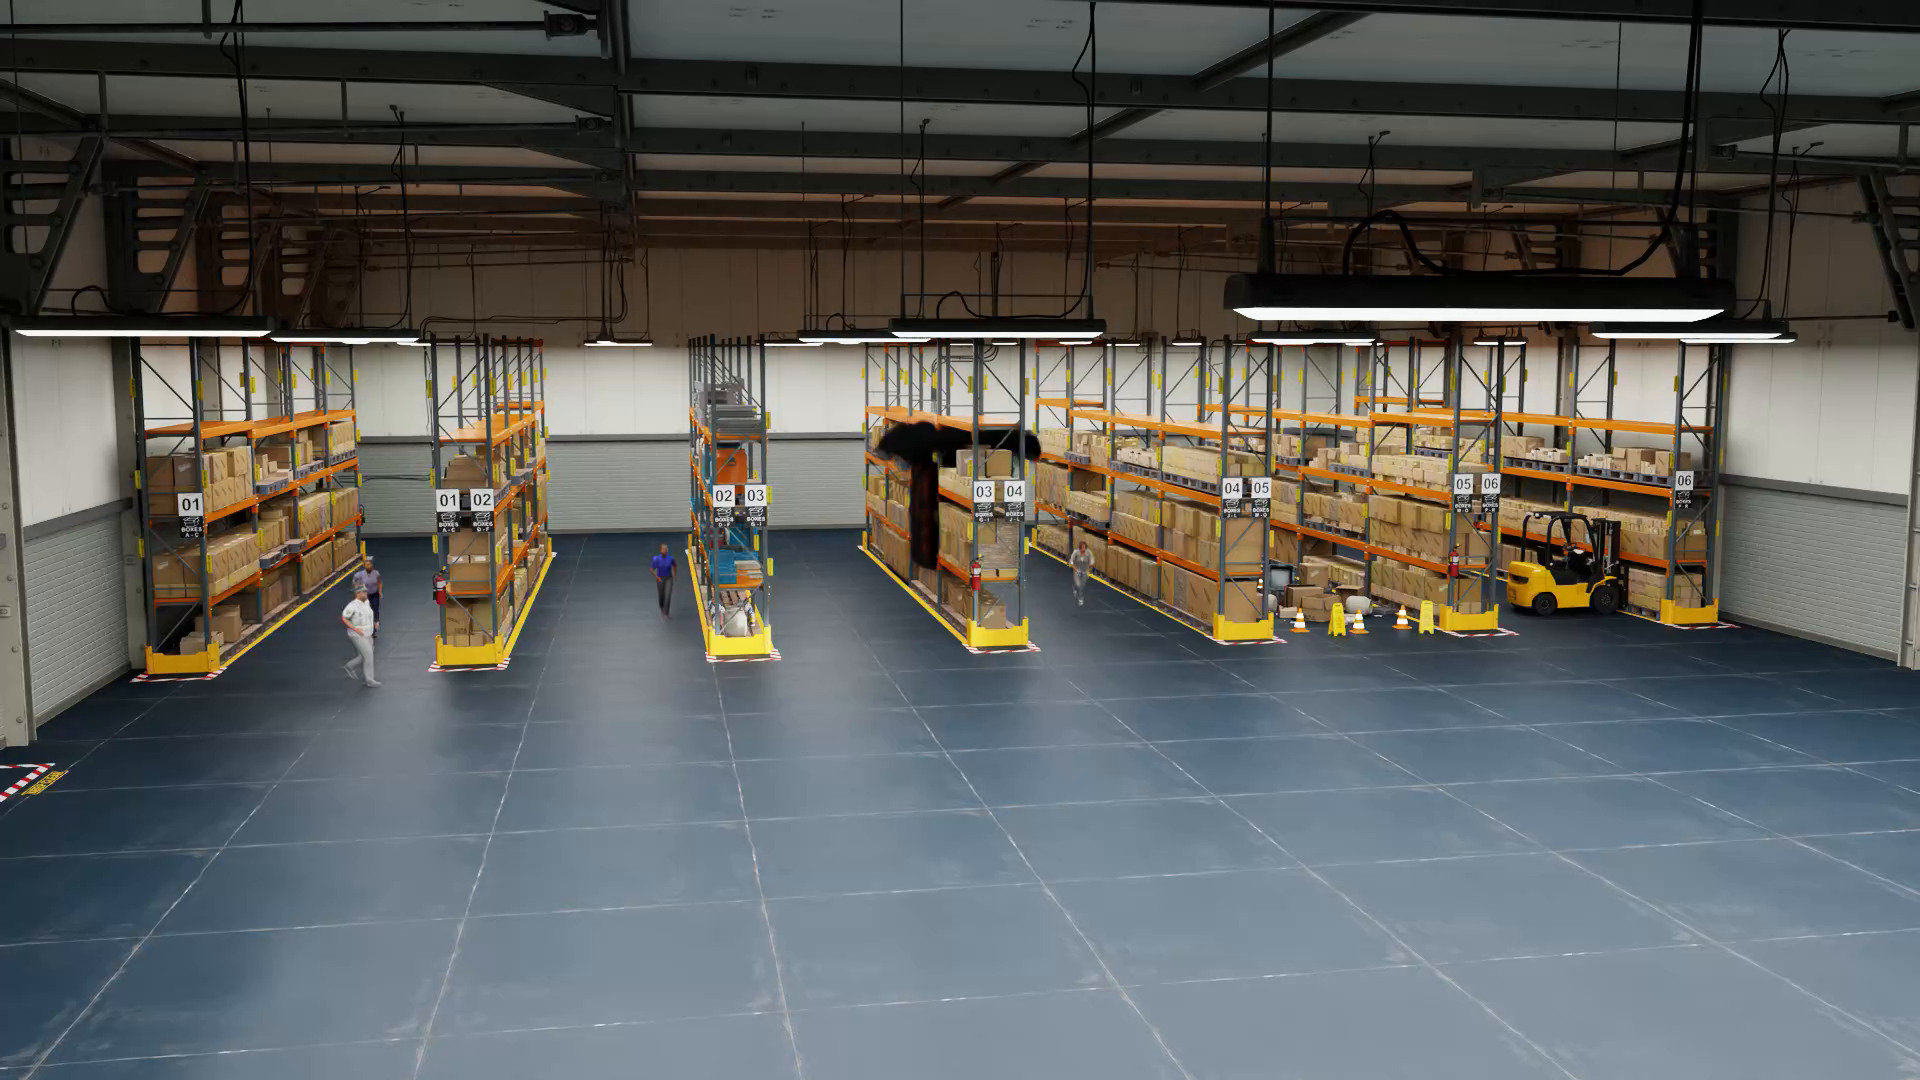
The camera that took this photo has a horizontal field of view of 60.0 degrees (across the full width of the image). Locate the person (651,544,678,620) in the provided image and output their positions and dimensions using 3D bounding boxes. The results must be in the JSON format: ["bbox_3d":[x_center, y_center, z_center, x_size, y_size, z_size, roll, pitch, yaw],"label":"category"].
[{"bbox_3d":[-6.319,0.868,35.543,0.574,1.609,0.742,-1,7,-11],"label":"person"}]

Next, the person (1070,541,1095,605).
[{"bbox_3d":[2.640,0.703,36.131,0.554,1.412,0.846,-1,7,-7],"label":"person"}]

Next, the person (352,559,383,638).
[{"bbox_3d":[-11.823,1.151,33.200,0.607,1.582,0.587,-4,8,-30],"label":"person"}]

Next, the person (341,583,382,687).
[{"bbox_3d":[-10.250,1.614,28.348,0.780,1.778,0.679,1,7,12],"label":"person"}]
